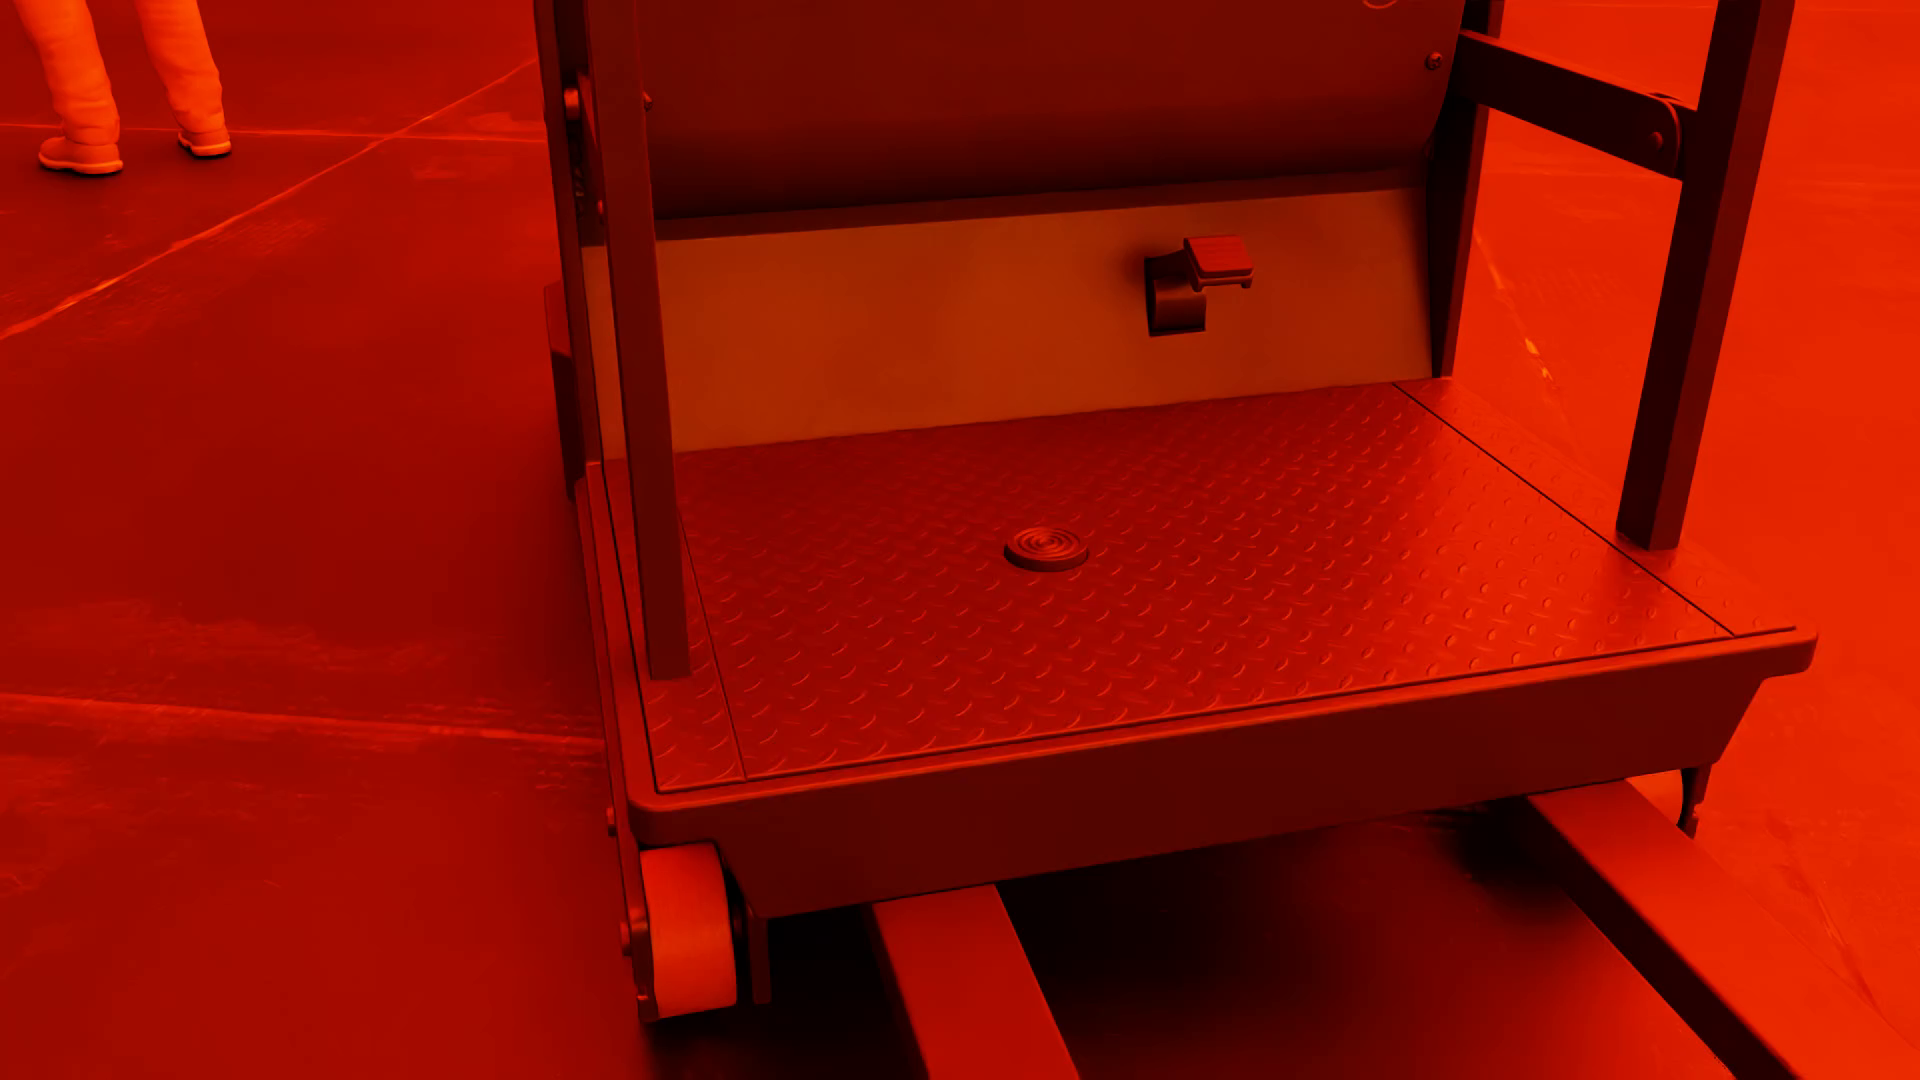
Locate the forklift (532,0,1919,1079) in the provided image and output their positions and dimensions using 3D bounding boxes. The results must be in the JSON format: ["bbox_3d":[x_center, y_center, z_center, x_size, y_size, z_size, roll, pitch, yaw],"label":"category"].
[{"bbox_3d":[0.153,-1.049,1.319,1.130,2.935,3.031,-7,27,-13],"label":"forklift"}]

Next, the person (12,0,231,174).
[{"bbox_3d":[-2.274,-1.819,4.213,0.585,1.725,0.396,-24,35,-39],"label":"person"}]
